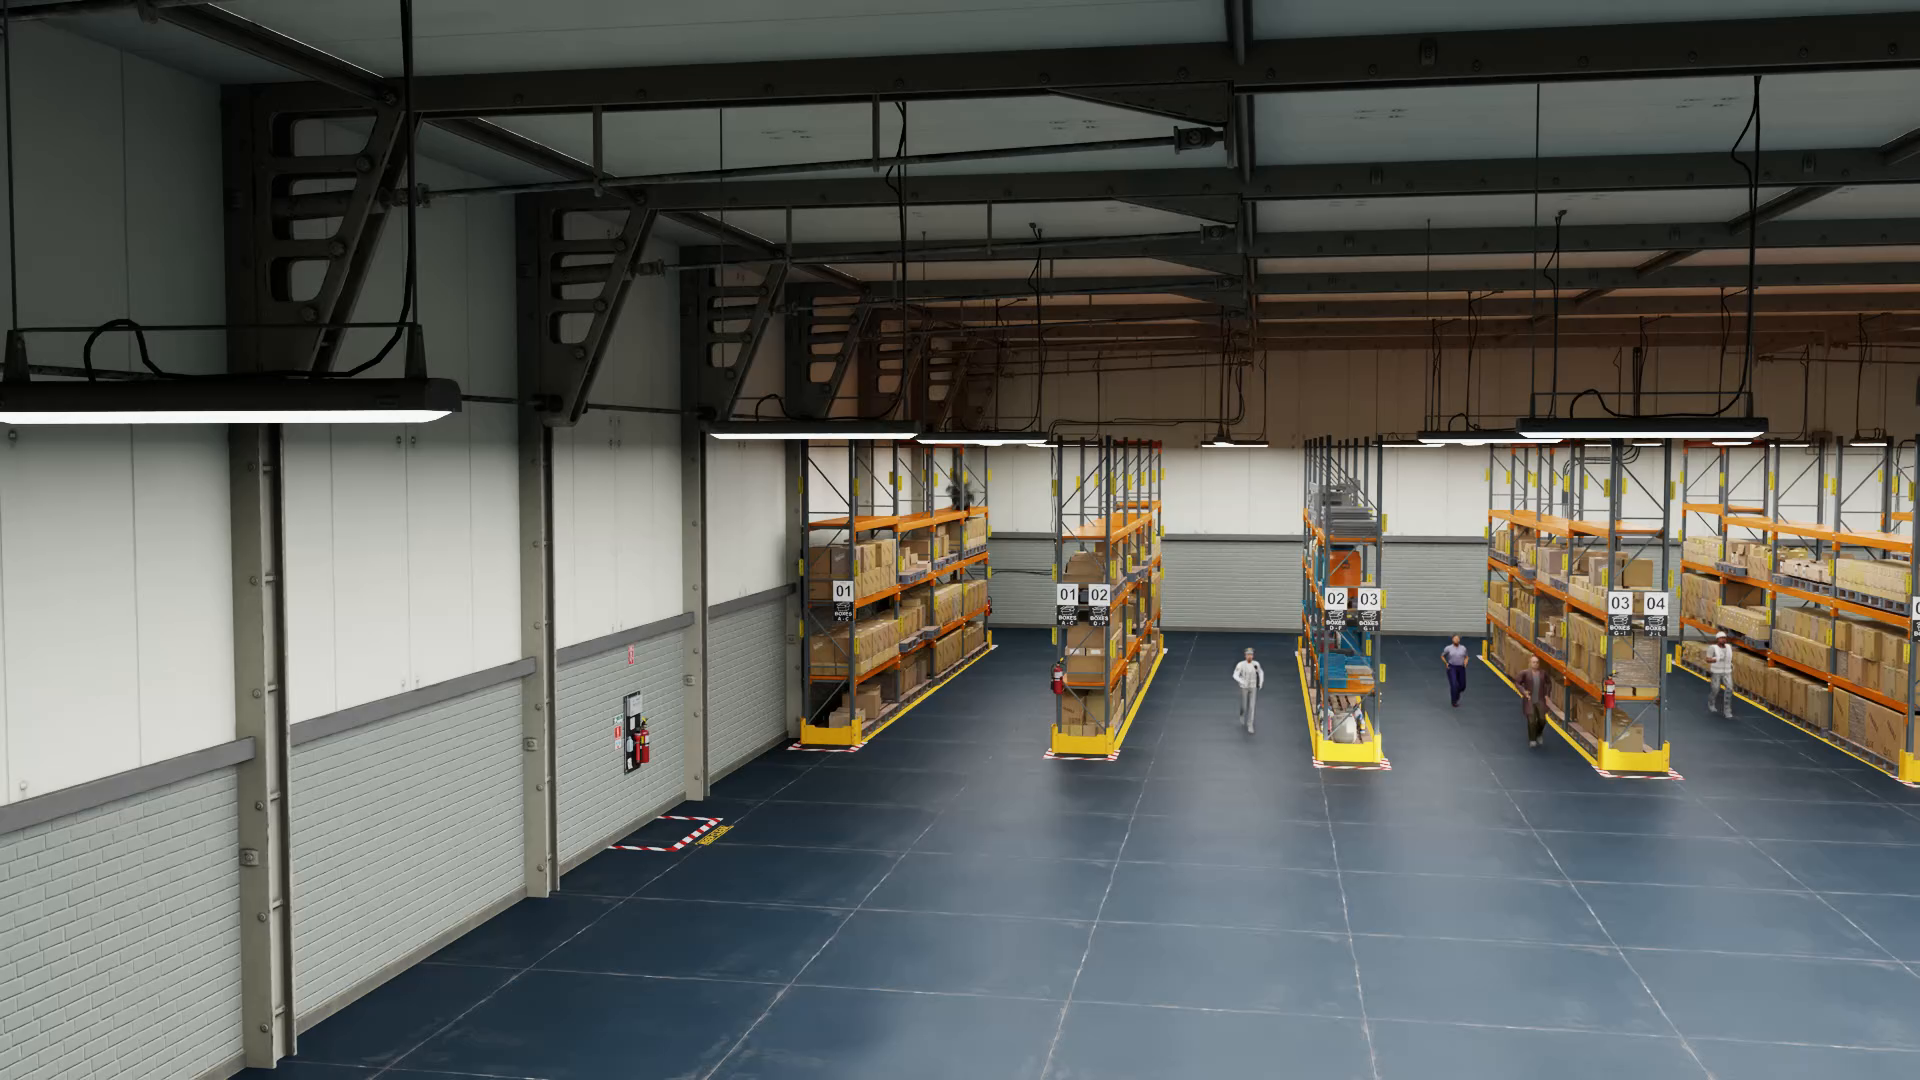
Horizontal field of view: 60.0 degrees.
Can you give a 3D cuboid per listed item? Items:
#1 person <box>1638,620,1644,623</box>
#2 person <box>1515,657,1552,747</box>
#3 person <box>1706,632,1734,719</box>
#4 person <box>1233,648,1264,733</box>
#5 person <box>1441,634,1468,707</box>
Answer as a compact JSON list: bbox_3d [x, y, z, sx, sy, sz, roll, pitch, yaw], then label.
[{"bbox_3d":[17.653,2.555,42.590,0.660,1.728,0.573,0,3,8],"label":"person"},{"bbox_3d":[11.038,3.116,31.972,0.711,1.743,0.621,1,3,11],"label":"person"},{"bbox_3d":[16.348,2.887,35.735,0.657,1.835,0.763,0,3,2],"label":"person"},{"bbox_3d":[5.910,3.047,34.044,0.640,1.700,0.784,0,3,1],"label":"person"},{"bbox_3d":[11.085,2.914,37.242,0.611,1.588,0.664,0,3,1],"label":"person"}]
